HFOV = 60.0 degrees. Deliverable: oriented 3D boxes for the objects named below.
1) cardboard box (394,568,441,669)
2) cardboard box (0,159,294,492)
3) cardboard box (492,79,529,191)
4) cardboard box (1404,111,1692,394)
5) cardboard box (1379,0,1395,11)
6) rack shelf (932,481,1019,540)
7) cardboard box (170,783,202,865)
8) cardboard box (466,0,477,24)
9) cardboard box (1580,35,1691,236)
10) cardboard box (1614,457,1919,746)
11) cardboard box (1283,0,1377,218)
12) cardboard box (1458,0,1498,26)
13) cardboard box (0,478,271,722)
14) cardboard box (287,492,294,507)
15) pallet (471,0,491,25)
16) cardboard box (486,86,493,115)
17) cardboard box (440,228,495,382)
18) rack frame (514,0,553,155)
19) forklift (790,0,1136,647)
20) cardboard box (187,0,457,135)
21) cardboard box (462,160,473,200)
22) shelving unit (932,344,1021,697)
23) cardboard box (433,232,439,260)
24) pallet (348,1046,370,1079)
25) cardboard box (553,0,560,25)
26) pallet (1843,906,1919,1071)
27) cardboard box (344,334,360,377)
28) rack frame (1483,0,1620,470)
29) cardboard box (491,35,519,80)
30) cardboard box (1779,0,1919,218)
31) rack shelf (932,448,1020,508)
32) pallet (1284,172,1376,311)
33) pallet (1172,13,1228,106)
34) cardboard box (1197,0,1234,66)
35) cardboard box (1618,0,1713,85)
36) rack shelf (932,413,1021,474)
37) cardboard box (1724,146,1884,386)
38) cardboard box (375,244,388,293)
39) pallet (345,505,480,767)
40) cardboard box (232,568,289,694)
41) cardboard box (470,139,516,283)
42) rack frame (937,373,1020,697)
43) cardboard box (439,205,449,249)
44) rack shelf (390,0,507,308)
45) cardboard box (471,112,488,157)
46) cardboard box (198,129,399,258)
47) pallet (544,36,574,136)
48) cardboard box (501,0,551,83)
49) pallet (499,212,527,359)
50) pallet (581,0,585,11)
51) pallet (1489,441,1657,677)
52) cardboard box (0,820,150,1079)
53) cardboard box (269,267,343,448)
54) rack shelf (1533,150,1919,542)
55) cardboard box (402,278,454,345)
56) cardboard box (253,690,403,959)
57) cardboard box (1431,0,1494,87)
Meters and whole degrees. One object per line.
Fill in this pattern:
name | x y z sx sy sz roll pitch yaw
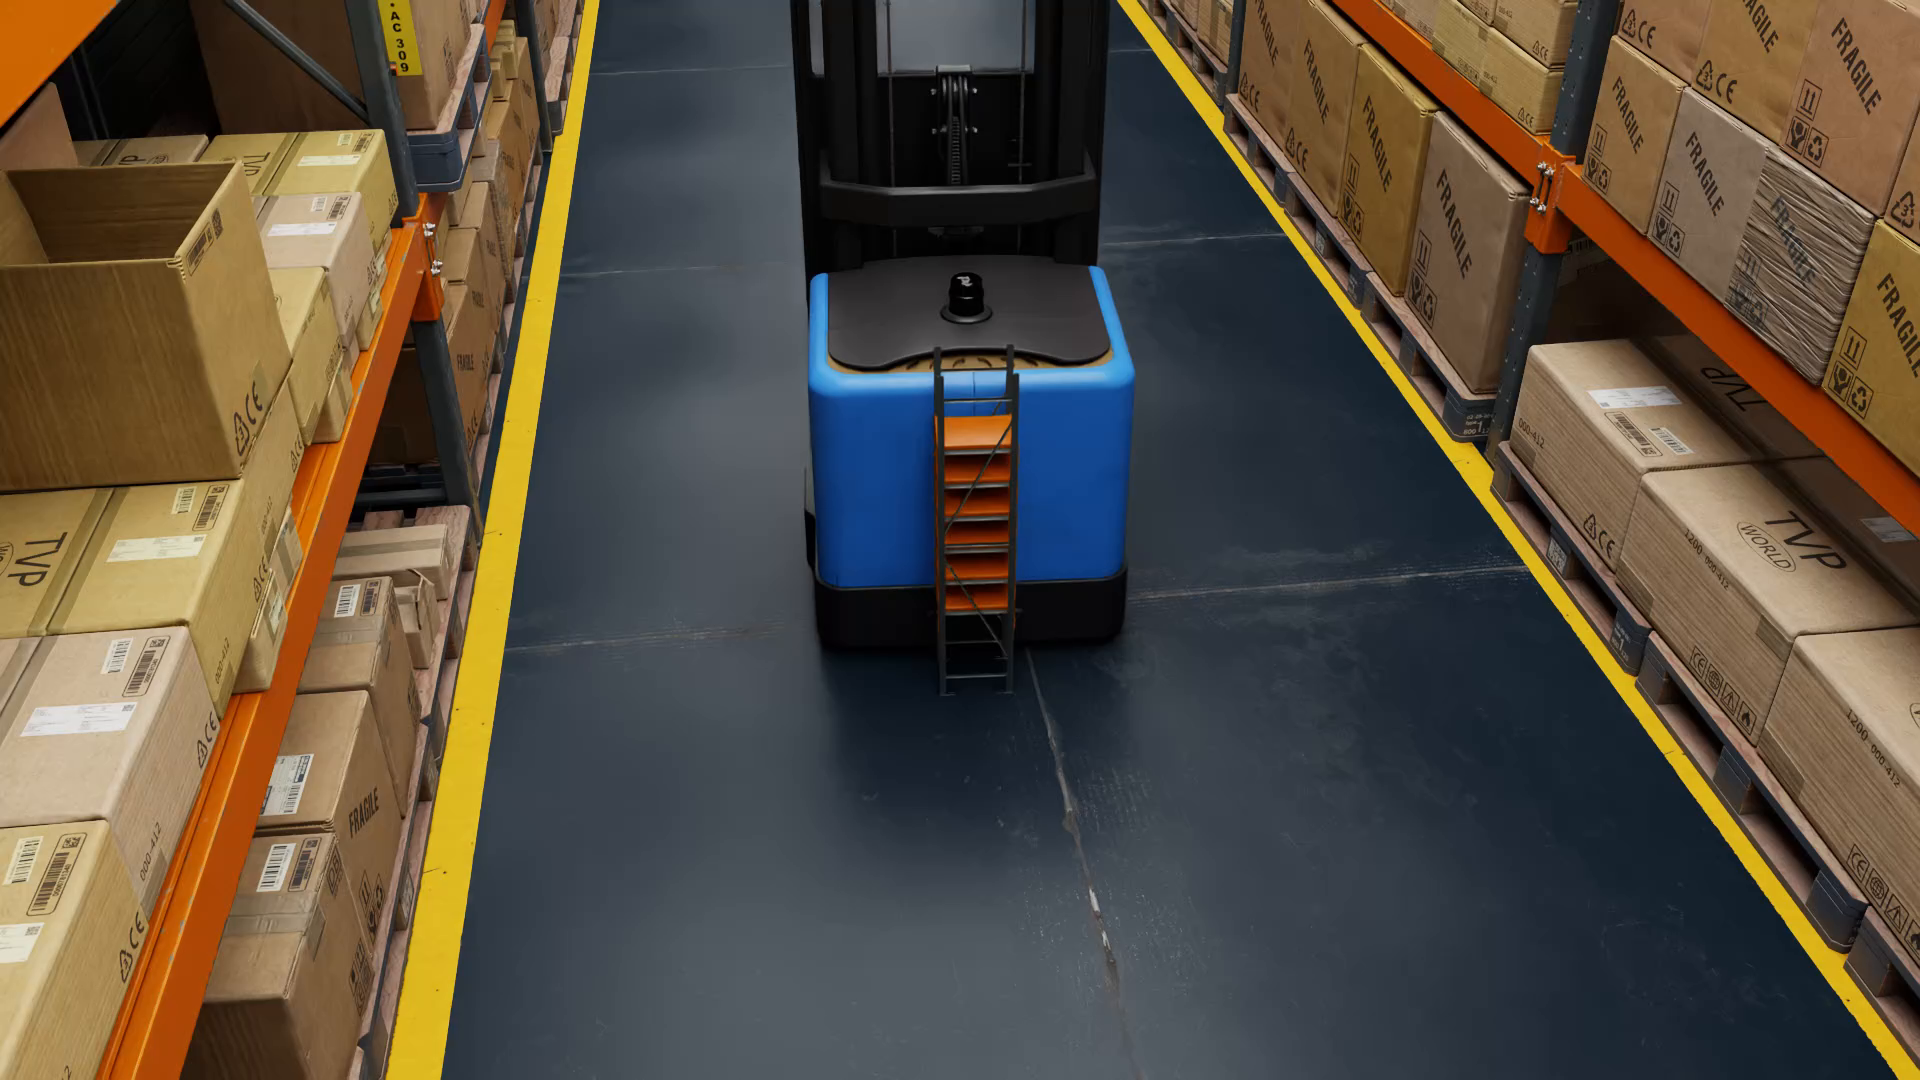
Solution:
cardboard box | -1.877 0.240 5.289 0.396 0.266 0.258 -3 34 -5
cardboard box | -1.749 -0.454 3.455 0.500 0.500 0.500 -4 34 -5
cardboard box | -2.502 -2.077 8.481 0.500 0.500 0.500 -5 35 -7
cardboard box | 2.464 -1.218 6.887 0.875 0.875 0.875 -3 34 -5
cardboard box | 2.127 -2.607 7.545 0.500 0.250 0.500 -4 35 -6
rack shelf | 0.048 -0.097 5.192 0.258 0.103 0.180 -2 34 -3
cardboard box | -1.648 0.499 3.077 0.380 0.149 0.250 -3 34 -5
cardboard box | -2.098 -2.127 6.453 0.396 0.266 0.258 -3 34 -4
cardboard box | 2.431 -1.342 5.467 0.500 0.500 0.500 -3 34 -5
cardboard box | 2.726 0.161 5.252 0.875 0.438 0.875 -5 35 -8
cardboard box | 2.216 -2.220 8.358 0.875 0.875 0.875 -4 34 -6
cardboard box | 2.252 -2.233 6.552 0.500 0.250 0.500 -4 34 -5
cardboard box | -1.687 0.129 3.266 0.500 0.250 0.500 -5 35 -7
cardboard box | -1.808 -0.079 3.926 0.380 0.149 0.250 -4 35 -6
pallet | -2.563 -2.272 7.091 1.003 0.211 1.213 -4 35 -6
cardboard box | -2.462 -2.138 7.994 0.380 0.149 0.250 -3 34 -5
cardboard box | -2.214 -0.928 6.795 0.500 0.500 0.500 -5 35 -7
rack frame | -2.829 -3.436 8.629 1.000 3.000 0.127 -4 35 -6
forklift | -0.050 -1.656 6.077 1.130 2.935 3.031 -2 34 -3
cardboard box | -2.134 -1.706 5.628 0.700 0.500 0.500 -4 34 -5
cardboard box | -2.313 -1.557 7.142 0.380 0.149 0.250 -3 34 -5
shelving unit | 0.048 -0.034 5.235 0.258 1.200 0.189 -2 34 -3
cardboard box | -2.158 -1.097 6.203 0.380 0.149 0.250 -6 35 -9
pallet | -1.871 1.693 3.578 1.003 0.211 1.213 -4 35 -6
cardboard box | -3.086 -3.717 10.777 0.875 0.625 0.625 -6 35 -8
pallet | 2.980 1.362 4.064 1.003 0.211 1.213 -4 35 -6
cardboard box | -1.874 -0.506 4.552 0.380 0.149 0.250 -4 34 -5
rack frame | 2.627 -1.582 5.908 1.000 3.000 0.127 -4 35 -6
cardboard box | -2.444 -2.439 8.436 0.380 0.149 0.250 -6 35 -9
cardboard box | 2.571 -1.184 4.347 0.500 0.500 0.500 -4 34 -5
rack shelf | 0.048 -0.196 5.125 0.258 0.103 0.180 -2 34 -3
pallet | 2.281 -1.537 8.318 1.003 0.211 1.213 -4 35 -6
pallet | 1.986 -3.098 10.609 1.003 0.211 1.213 -4 35 -6
cardboard box | 2.023 -3.218 10.269 0.950 0.372 0.625 -7 35 -10
cardboard box | 2.451 -1.753 5.182 0.500 0.500 0.500 -4 34 -6
rack shelf | 0.048 -0.295 5.057 0.258 0.103 0.180 -2 34 -3
cardboard box | 2.555 -0.783 4.646 0.500 0.500 0.500 -4 34 -6
cardboard box | -1.941 -0.798 4.980 0.380 0.149 0.250 -3 34 -5
pallet | -2.200 0.331 5.576 1.003 0.211 1.213 -4 35 -6
cardboard box | -1.649 0.205 3.509 0.380 0.149 0.250 -5 35 -8
cardboard box | -2.341 -1.497 7.630 0.500 0.500 0.500 -6 35 -8
rack frame | 0.053 0.017 5.159 0.240 1.200 0.006 -2 34 -3
cardboard box | -2.286 -1.276 6.730 0.380 0.149 0.250 -5 35 -7
rack shelf | -2.560 -2.023 7.194 1.077 0.370 4.000 -4 35 -6
cardboard box | -2.361 -1.847 7.567 0.380 0.149 0.250 -6 35 -9
cardboard box | -1.981 -0.999 4.922 0.500 0.250 0.500 -4 34 -5
pallet | -2.901 -2.746 10.093 1.003 0.211 1.213 -4 35 -6
cardboard box | -2.899 -2.978 9.692 0.875 0.625 0.625 -3 34 -5
pallet | -2.605 -1.185 7.802 1.003 0.211 1.213 -4 35 -6
pallet | -3.229 -4.108 12.091 1.003 0.211 1.213 -4 35 -6
pallet | 2.652 0.000 6.062 1.003 0.211 1.213 -4 35 -6
cardboard box | -1.547 0.693 2.438 0.500 0.250 0.500 -4 34 -6
cardboard box | -1.845 -0.442 4.104 0.500 0.250 0.500 -5 35 -7
rack shelf | 2.896 -0.169 4.473 1.077 0.370 4.000 -4 35 -6
cardboard box | -2.076 -0.833 6.080 0.380 0.149 0.250 -3 34 -4
cardboard box | -1.790 0.756 4.323 0.500 0.500 0.500 -4 34 -5
cardboard box | 2.250 -2.036 6.707 0.500 0.250 0.500 -5 35 -7
